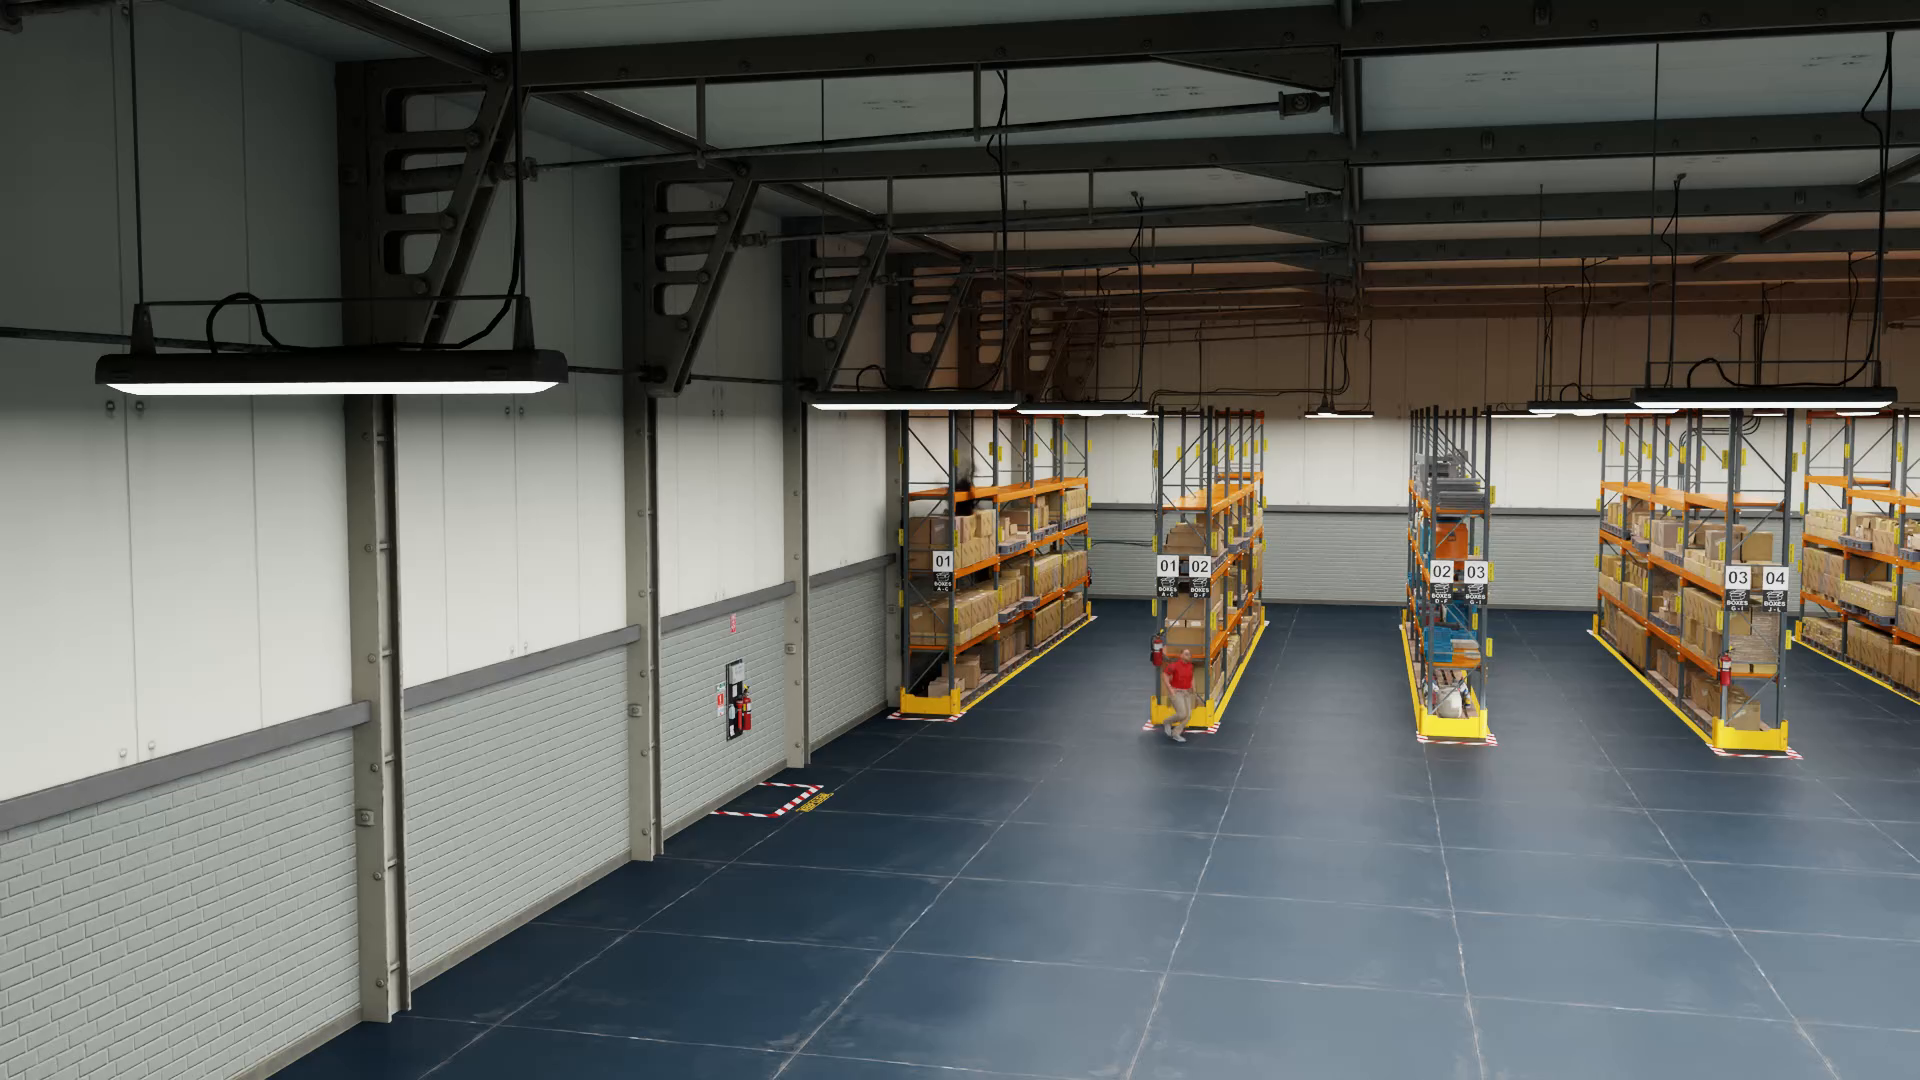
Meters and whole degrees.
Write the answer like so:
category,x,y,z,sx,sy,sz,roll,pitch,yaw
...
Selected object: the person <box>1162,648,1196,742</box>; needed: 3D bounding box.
category,x,y,z,sx,sy,sz,roll,pitch,yaw
person,3.936,2.767,29.762,0.685,1.689,0.586,-3,5,-39
